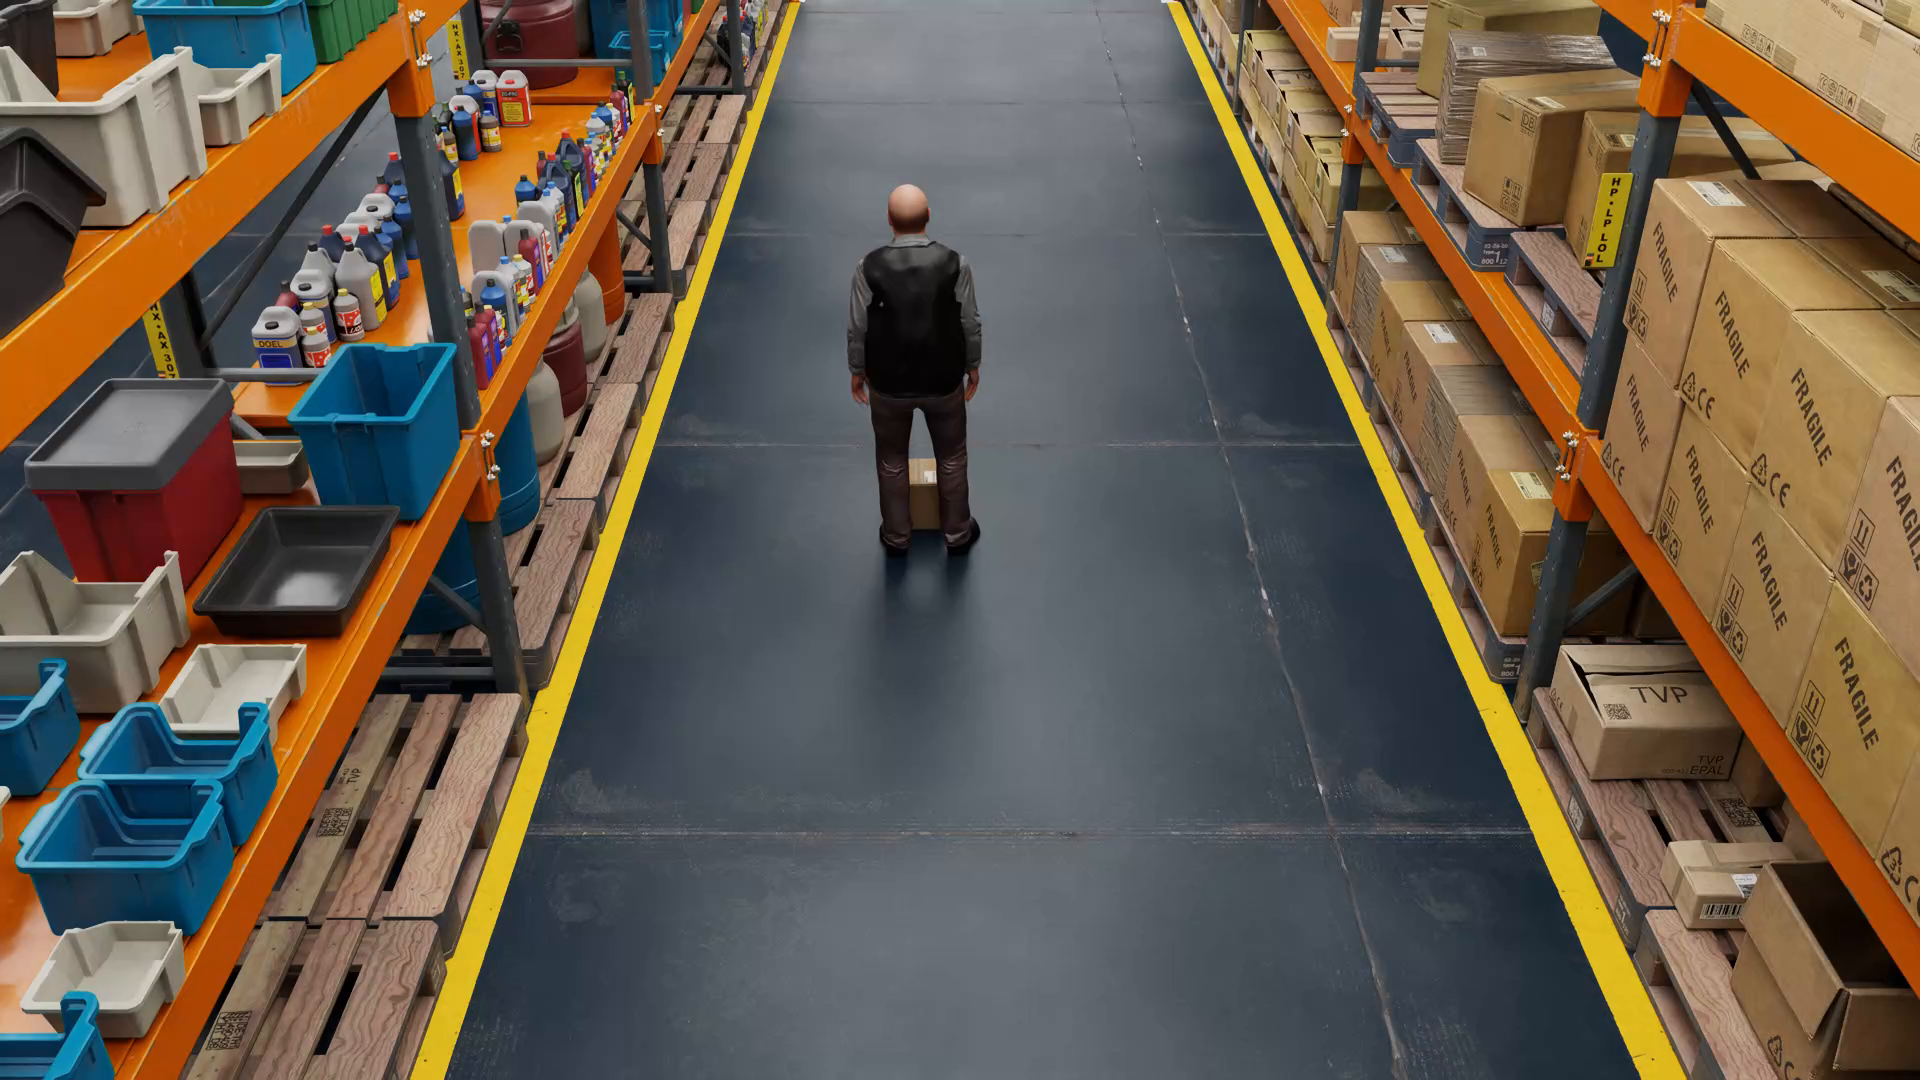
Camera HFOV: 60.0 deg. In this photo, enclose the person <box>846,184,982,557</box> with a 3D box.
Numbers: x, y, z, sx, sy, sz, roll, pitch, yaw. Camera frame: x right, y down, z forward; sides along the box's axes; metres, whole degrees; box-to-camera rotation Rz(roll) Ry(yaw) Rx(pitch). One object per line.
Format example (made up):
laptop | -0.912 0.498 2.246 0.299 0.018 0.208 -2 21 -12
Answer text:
person | -0.195 -0.658 7.336 0.593 1.620 0.414 -2 31 -3
